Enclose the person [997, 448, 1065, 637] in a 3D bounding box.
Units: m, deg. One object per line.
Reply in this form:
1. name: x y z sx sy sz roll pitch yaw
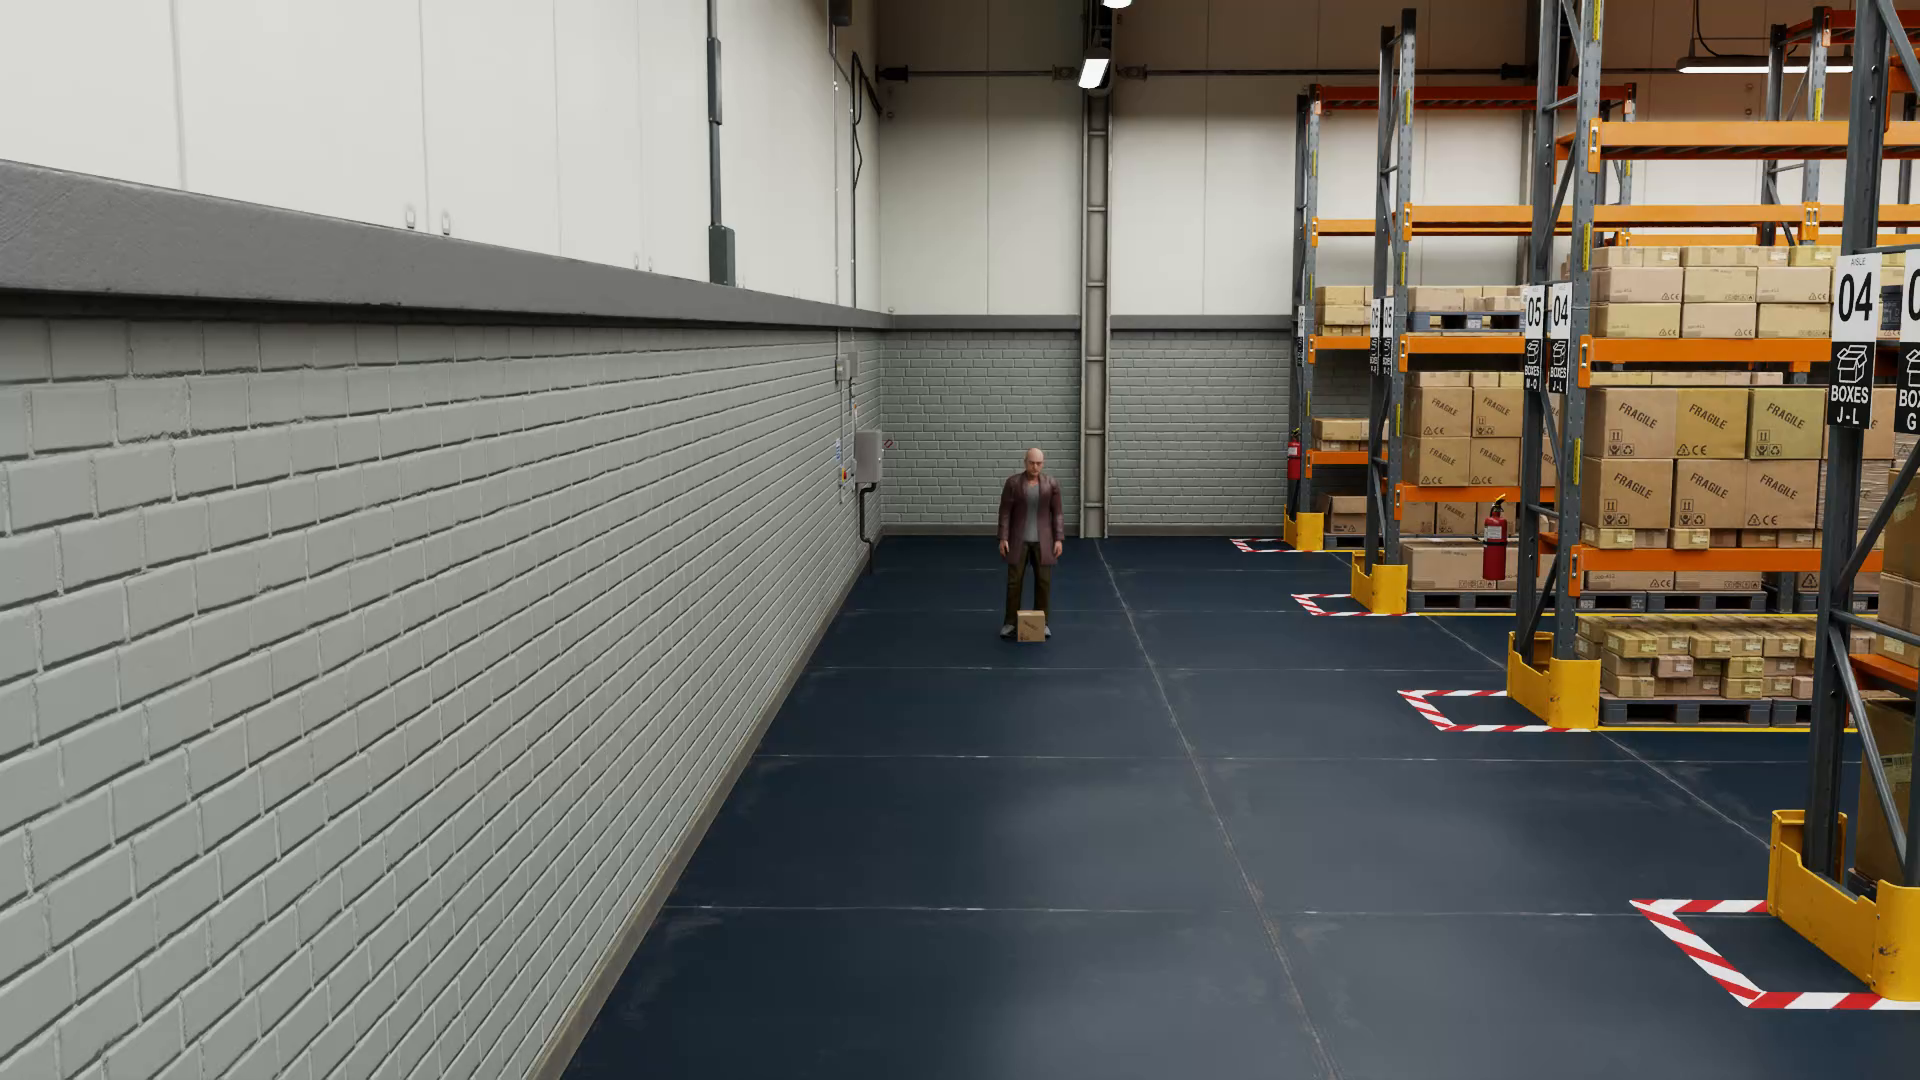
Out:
1. person: 0.670 0.018 15.681 0.645 1.772 0.429 0 7 -2
